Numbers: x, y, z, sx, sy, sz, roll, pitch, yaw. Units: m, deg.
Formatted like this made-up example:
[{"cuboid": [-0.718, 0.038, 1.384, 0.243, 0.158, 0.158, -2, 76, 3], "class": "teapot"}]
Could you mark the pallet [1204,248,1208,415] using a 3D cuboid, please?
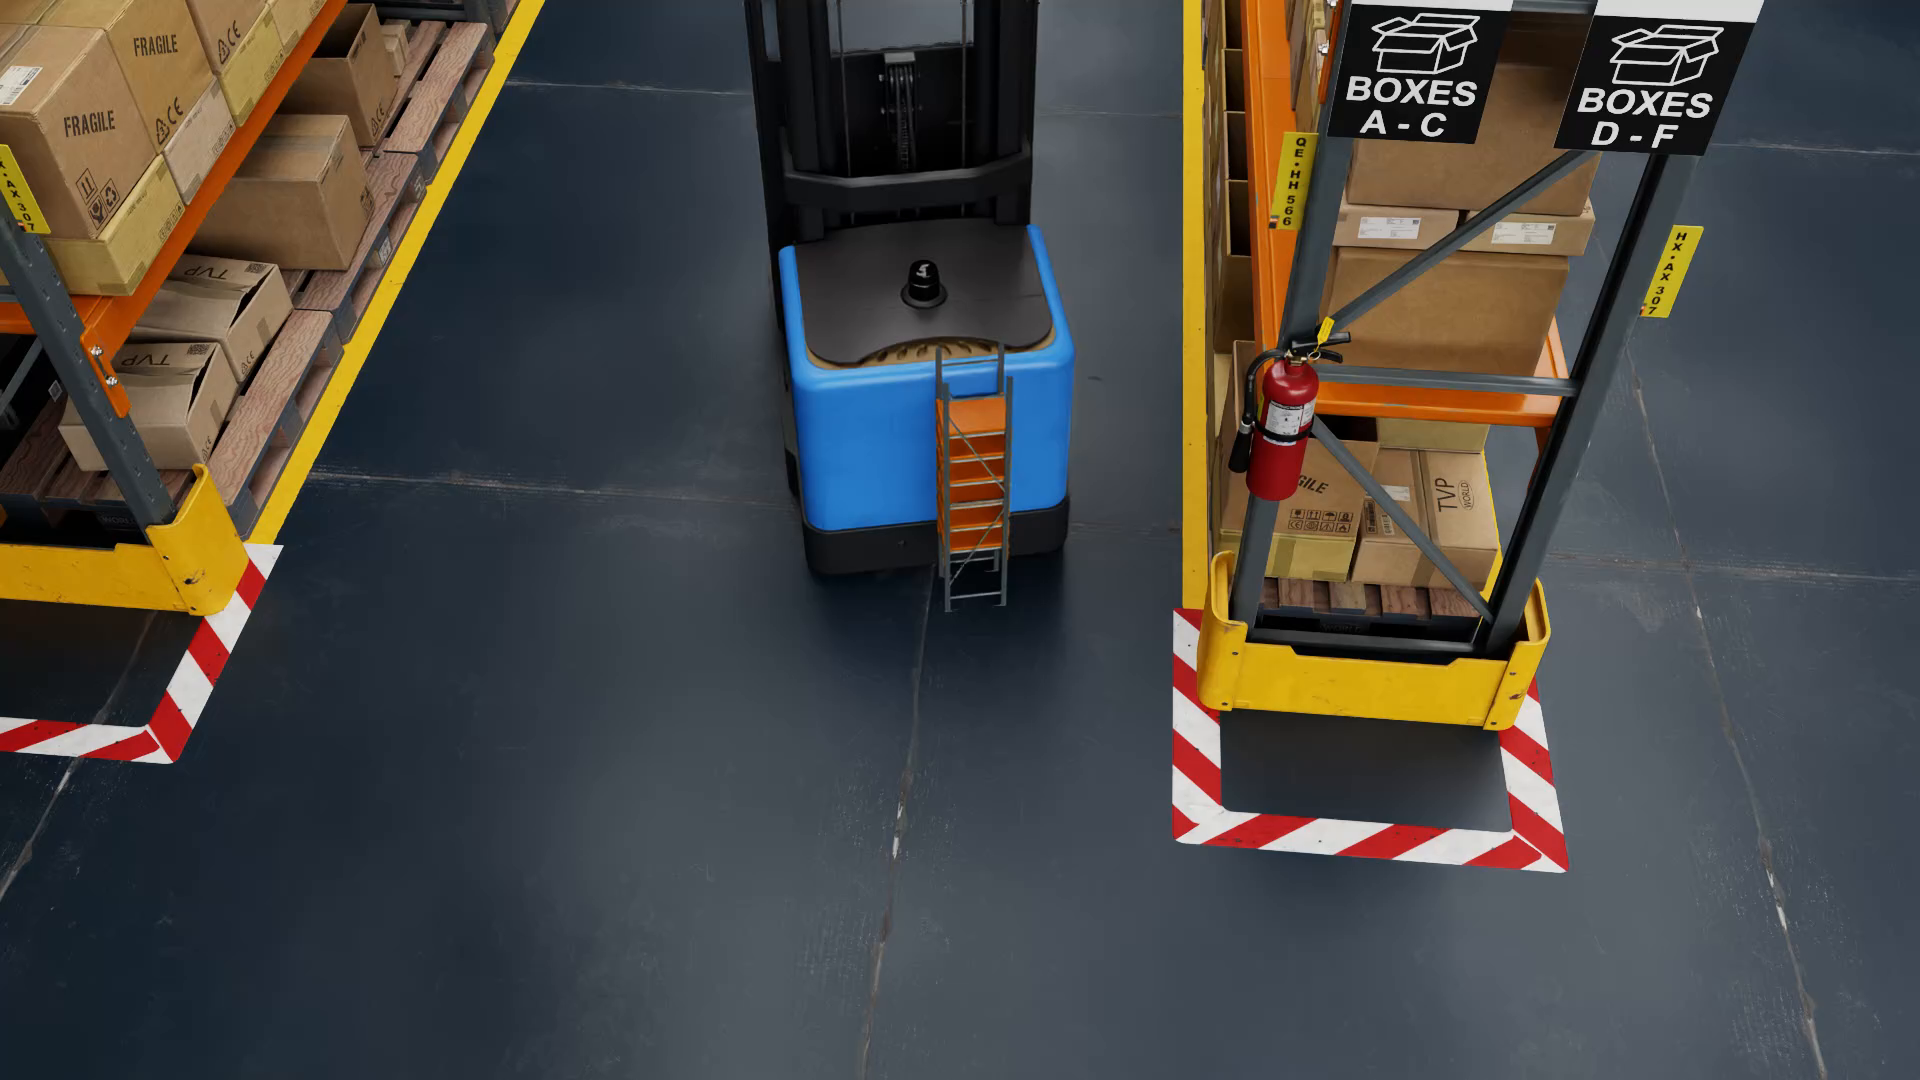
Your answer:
[{"cuboid": [1.624, -1.010, 7.531, 1.003, 0.211, 1.213, 4, 48, 4], "class": "pallet"}]

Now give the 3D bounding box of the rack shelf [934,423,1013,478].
[{"cuboid": [0.048, -0.335, 5.978, 0.258, 0.103, 0.180, -6, 48, -5], "class": "rack shelf"}]

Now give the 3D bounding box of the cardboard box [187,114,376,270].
[{"cuboid": [-3.130, -1.585, 7.562, 0.700, 0.500, 0.500, 1, 48, 1], "class": "cardboard box"}]

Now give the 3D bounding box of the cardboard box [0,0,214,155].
[{"cuboid": [-3.053, -1.725, 5.875, 0.500, 0.500, 0.500, 4, 48, 4], "class": "cardboard box"}]

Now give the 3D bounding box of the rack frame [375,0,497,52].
[{"cuboid": [-3.086, -3.762, 8.158, 1.000, 3.000, 0.127, 4, 48, 4], "class": "rack frame"}]

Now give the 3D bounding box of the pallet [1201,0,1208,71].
[{"cuboid": [1.875, -3.035, 9.382, 1.003, 0.211, 1.213, 4, 48, 4], "class": "pallet"}]

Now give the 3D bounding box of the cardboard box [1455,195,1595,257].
[{"cuboid": [1.733, -1.019, 5.142, 0.380, 0.149, 0.250, 4, 48, 3], "class": "cardboard box"}]

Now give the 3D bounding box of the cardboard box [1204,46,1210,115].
[{"cuboid": [1.503, -2.325, 8.423, 0.500, 0.250, 0.500, 4, 48, 4], "class": "cardboard box"}]

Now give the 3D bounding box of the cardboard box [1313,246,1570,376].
[{"cuboid": [1.538, -0.868, 5.444, 0.700, 0.500, 0.500, 4, 48, 4], "class": "cardboard box"}]

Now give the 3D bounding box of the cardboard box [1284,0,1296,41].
[{"cuboid": [1.722, -2.382, 6.829, 0.700, 0.500, 0.500, 5, 48, 4], "class": "cardboard box"}]

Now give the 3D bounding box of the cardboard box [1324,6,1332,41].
[{"cuboid": [1.585, -1.732, 5.354, 0.700, 0.500, 0.500, 3, 48, 3], "class": "cardboard box"}]

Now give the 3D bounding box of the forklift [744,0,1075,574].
[{"cuboid": [-0.288, -1.955, 6.552, 1.130, 2.935, 3.031, -6, 48, -5], "class": "forklift"}]

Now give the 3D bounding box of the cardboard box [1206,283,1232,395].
[{"cuboid": [1.314, -0.856, 7.079, 0.500, 0.250, 0.500, 4, 48, 4], "class": "cardboard box"}]

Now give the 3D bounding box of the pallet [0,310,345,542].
[{"cuboid": [-3.335, -0.532, 7.094, 1.003, 0.211, 1.213, 4, 48, 4], "class": "pallet"}]

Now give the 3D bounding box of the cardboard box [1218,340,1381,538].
[{"cuboid": [1.235, -0.373, 6.129, 0.500, 0.500, 0.500, 4, 48, 4], "class": "cardboard box"}]

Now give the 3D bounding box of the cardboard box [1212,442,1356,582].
[{"cuboid": [1.237, -0.120, 6.406, 0.500, 0.250, 0.500, 4, 48, 4], "class": "cardboard box"}]

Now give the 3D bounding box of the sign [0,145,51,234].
[{"cuboid": [-2.911, -1.079, 5.117, 0.100, 0.325, 0.005, 4, 48, 4], "class": "sign"}]

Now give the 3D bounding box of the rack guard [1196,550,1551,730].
[{"cuboid": [1.480, 0.369, 6.074, 1.175, 0.500, 0.348, 4, 48, 4], "class": "rack guard"}]

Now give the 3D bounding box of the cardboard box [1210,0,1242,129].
[{"cuboid": [1.455, -2.211, 7.810, 0.500, 0.500, 0.500, 4, 48, 4], "class": "cardboard box"}]

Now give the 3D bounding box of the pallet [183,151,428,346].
[{"cuboid": [-3.221, -1.426, 7.911, 1.003, 0.211, 1.213, 4, 48, 4], "class": "pallet"}]

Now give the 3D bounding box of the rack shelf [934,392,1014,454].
[{"cuboid": [0.048, -0.416, 5.889, 0.258, 0.103, 0.180, -6, 48, -5], "class": "rack shelf"}]

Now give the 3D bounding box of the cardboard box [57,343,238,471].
[{"cuboid": [-3.298, -0.566, 6.759, 0.500, 0.311, 0.500, -1, 48, -1], "class": "cardboard box"}]

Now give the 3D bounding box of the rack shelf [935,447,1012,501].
[{"cuboid": [0.048, -0.254, 6.067, 0.258, 0.103, 0.180, -6, 48, -5], "class": "rack shelf"}]

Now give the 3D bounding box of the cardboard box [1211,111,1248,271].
[{"cuboid": [1.358, -1.476, 7.138, 0.500, 0.500, 0.500, 4, 48, 4], "class": "cardboard box"}]

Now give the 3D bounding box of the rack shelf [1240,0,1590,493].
[{"cuboid": [1.665, -1.719, 6.777, 1.077, 0.370, 4.000, 4, 48, 4], "class": "rack shelf"}]

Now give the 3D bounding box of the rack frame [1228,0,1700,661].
[{"cuboid": [1.482, -0.492, 5.168, 1.000, 3.000, 0.127, 4, 48, 4], "class": "rack frame"}]

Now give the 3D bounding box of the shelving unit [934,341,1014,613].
[{"cuboid": [0.048, -0.203, 6.122, 0.258, 1.200, 0.189, -6, 48, -5], "class": "shelving unit"}]

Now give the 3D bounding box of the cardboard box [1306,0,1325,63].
[{"cuboid": [1.422, -1.797, 5.853, 0.380, 0.149, 0.250, 5, 48, 5], "class": "cardboard box"}]

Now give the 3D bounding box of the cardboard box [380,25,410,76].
[{"cuboid": [-3.105, -2.559, 8.680, 0.380, 0.166, 0.250, -2, 48, -2], "class": "cardboard box"}]

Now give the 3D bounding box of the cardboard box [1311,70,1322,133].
[{"cuboid": [1.373, -1.419, 5.508, 0.380, 0.149, 0.250, 3, 48, 3], "class": "cardboard box"}]

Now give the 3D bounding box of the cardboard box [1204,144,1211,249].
[{"cuboid": [1.401, -1.591, 7.751, 0.500, 0.250, 0.500, 4, 48, 4], "class": "cardboard box"}]

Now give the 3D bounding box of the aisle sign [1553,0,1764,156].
[{"cuboid": [1.781, -1.301, 4.145, 0.394, 0.787, 0.004, 4, 48, 4], "class": "aisle sign"}]

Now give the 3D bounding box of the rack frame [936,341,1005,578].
[{"cuboid": [0.035, -0.270, 6.183, 0.240, 1.200, 0.006, -6, 48, -5], "class": "rack frame"}]

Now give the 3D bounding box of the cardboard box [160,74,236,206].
[{"cuboid": [-3.057, -1.499, 6.176, 0.500, 0.250, 0.500, 3, 48, 2], "class": "cardboard box"}]

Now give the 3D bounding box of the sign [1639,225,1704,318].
[{"cuboid": [2.035, -0.769, 4.781, 0.100, 0.325, 0.005, 4, 48, 4], "class": "sign"}]

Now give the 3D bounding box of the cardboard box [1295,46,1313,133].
[{"cuboid": [1.632, -1.619, 6.130, 0.700, 0.500, 0.500, 4, 48, 4], "class": "cardboard box"}]

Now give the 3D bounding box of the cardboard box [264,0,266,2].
[{"cuboid": [-2.965, -2.484, 6.569, 0.500, 0.500, 0.500, 5, 48, 5], "class": "cardboard box"}]

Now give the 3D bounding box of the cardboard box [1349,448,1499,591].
[{"cuboid": [1.753, -0.085, 6.374, 0.500, 0.250, 0.500, 4, 48, 4], "class": "cardboard box"}]

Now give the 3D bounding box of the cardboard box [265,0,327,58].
[{"cuboid": [-2.957, -2.244, 6.858, 0.500, 0.250, 0.500, 4, 48, 4], "class": "cardboard box"}]
